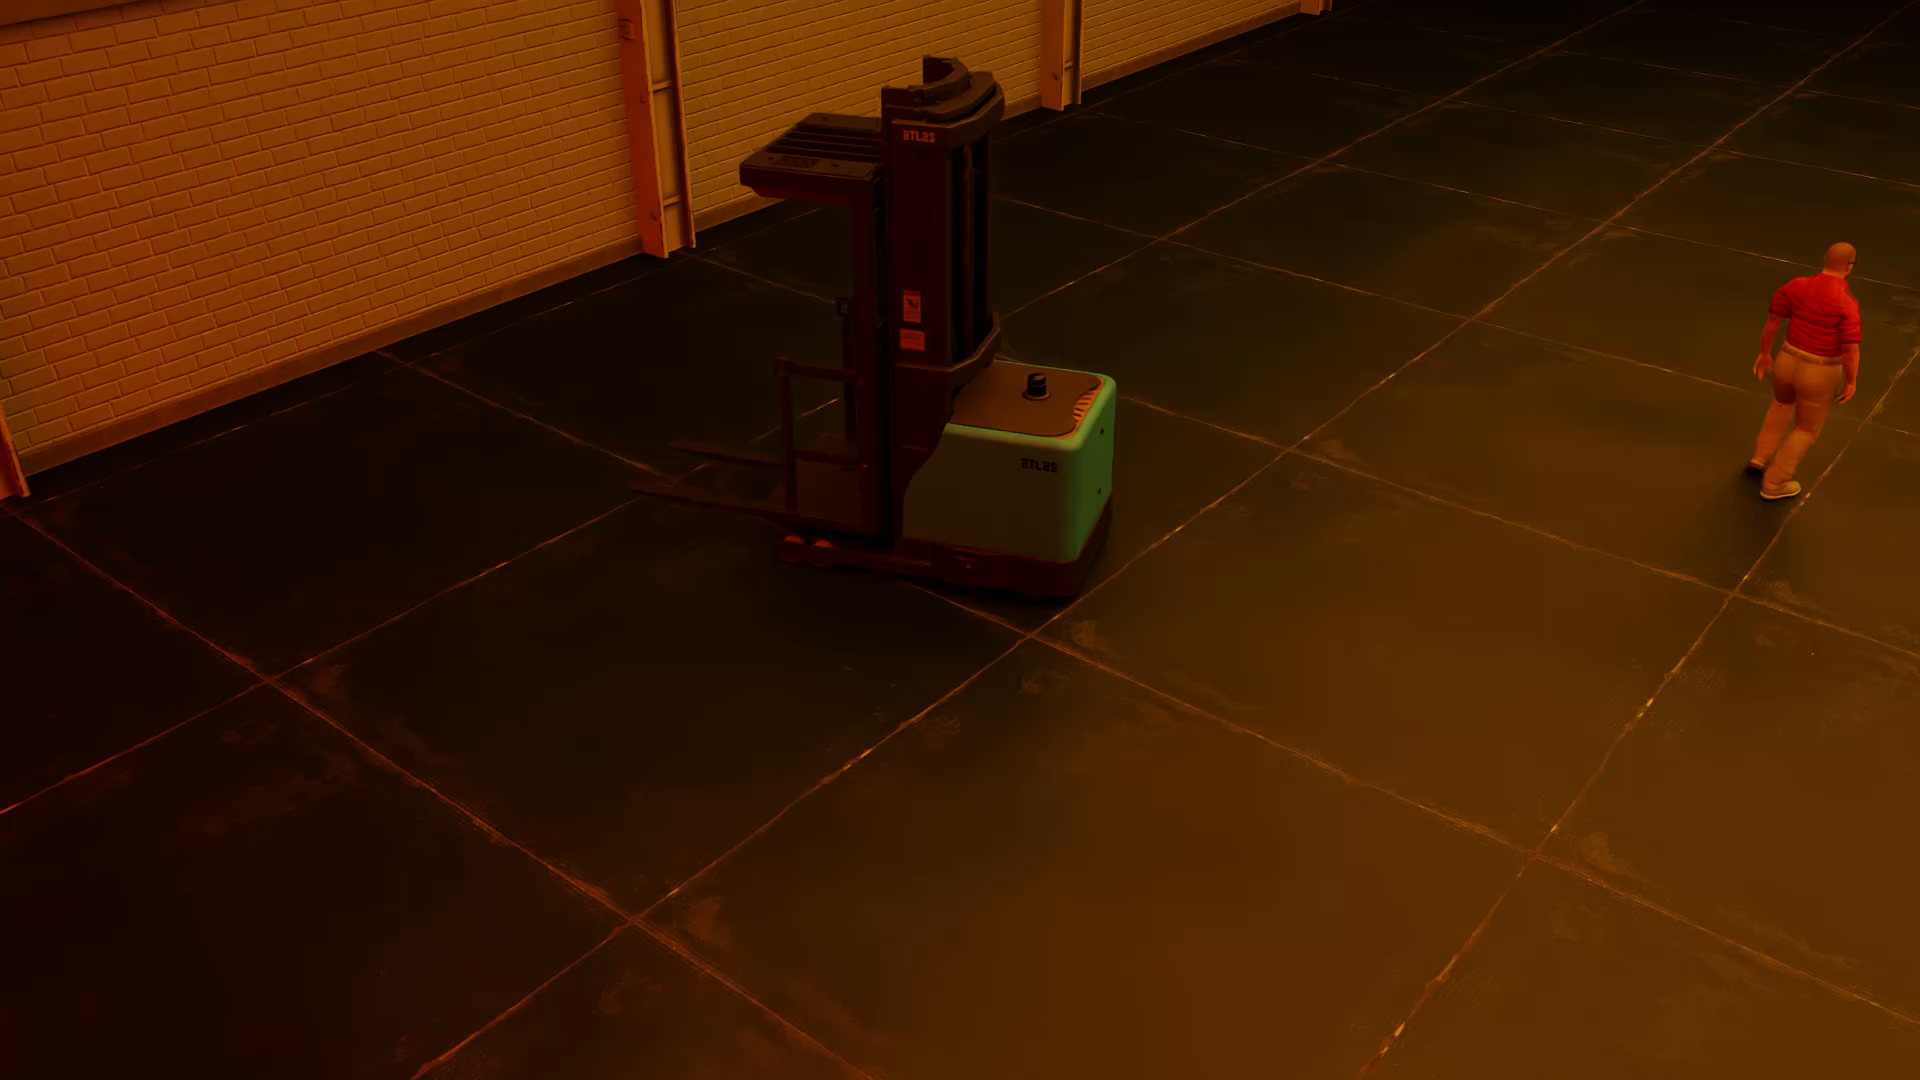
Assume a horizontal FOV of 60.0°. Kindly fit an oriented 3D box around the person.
[{"bbox_3d":[5.465,-1.064,10.711,0.509,1.789,0.636,-16,34,-25],"label":"person"}]

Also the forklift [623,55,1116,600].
[{"bbox_3d":[-0.615,-1.338,9.885,3.031,2.935,1.130,9,32,15],"label":"forklift"}]
